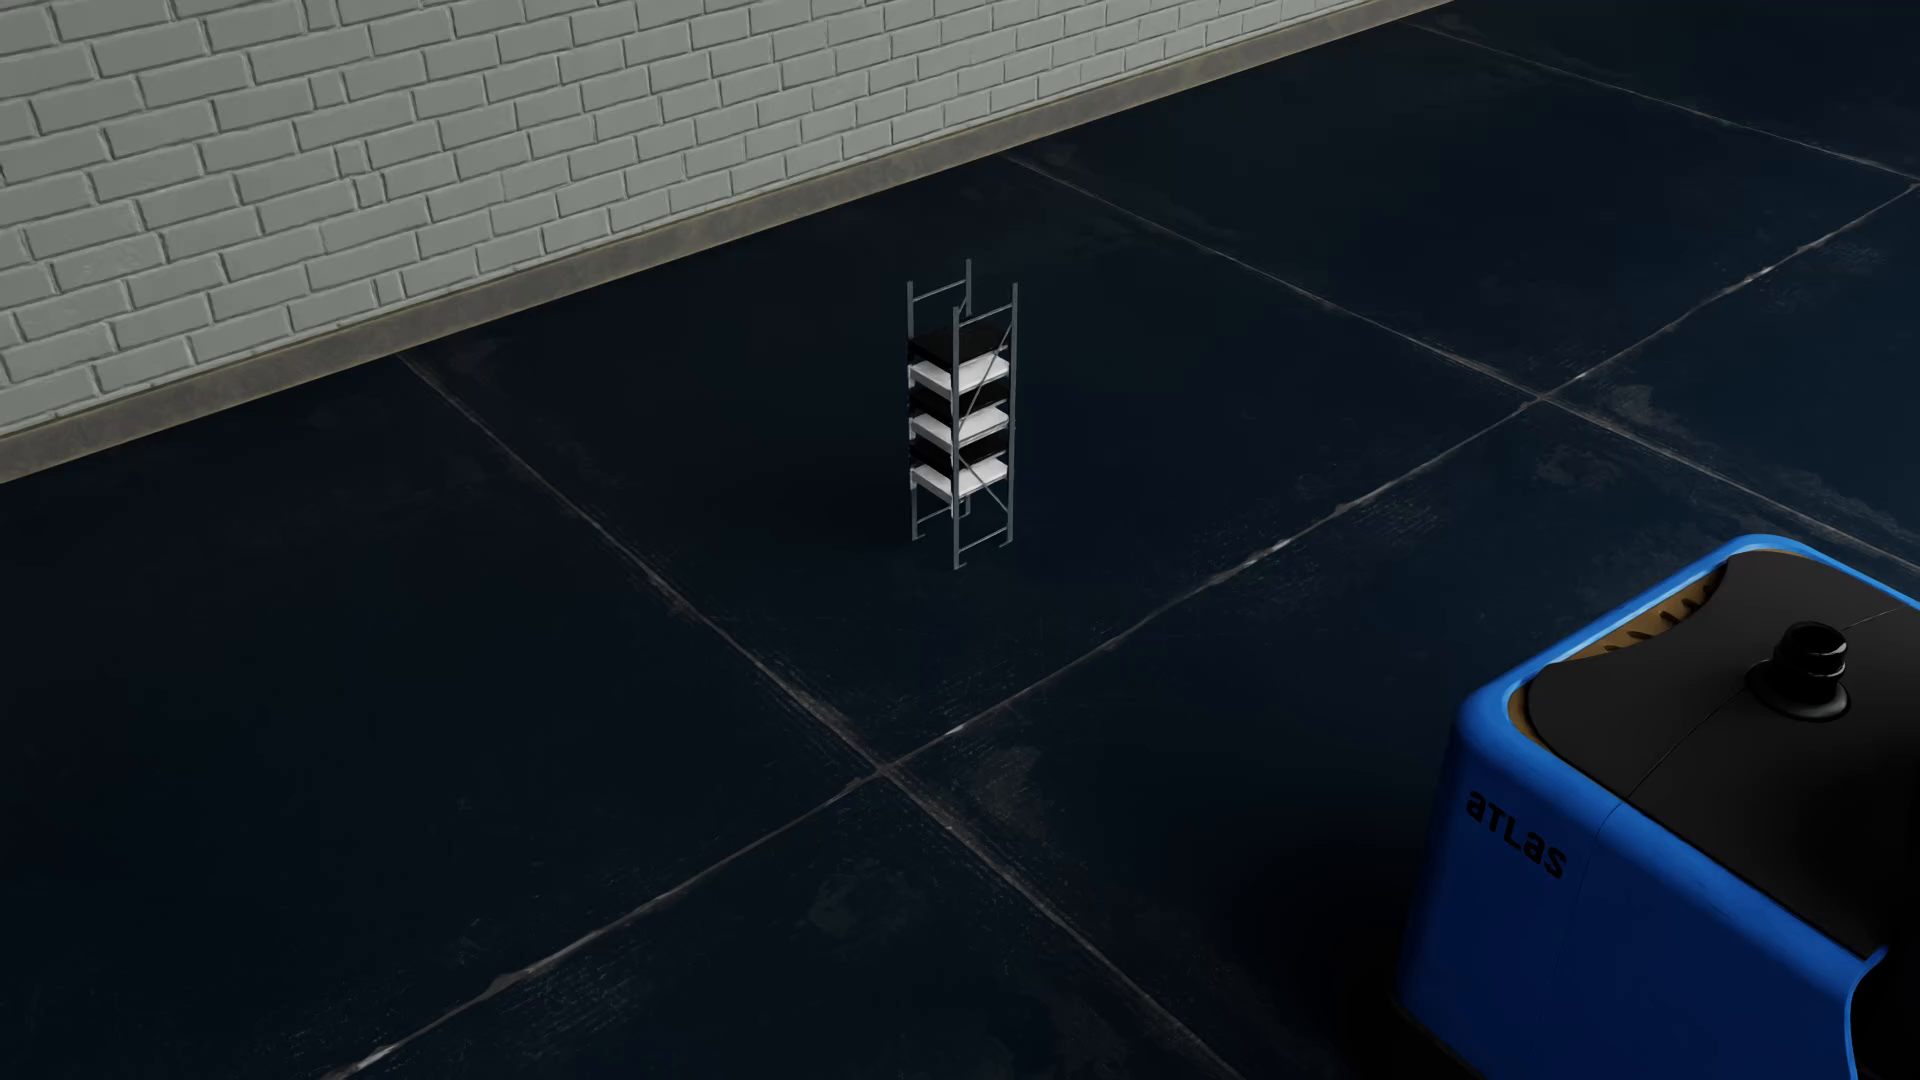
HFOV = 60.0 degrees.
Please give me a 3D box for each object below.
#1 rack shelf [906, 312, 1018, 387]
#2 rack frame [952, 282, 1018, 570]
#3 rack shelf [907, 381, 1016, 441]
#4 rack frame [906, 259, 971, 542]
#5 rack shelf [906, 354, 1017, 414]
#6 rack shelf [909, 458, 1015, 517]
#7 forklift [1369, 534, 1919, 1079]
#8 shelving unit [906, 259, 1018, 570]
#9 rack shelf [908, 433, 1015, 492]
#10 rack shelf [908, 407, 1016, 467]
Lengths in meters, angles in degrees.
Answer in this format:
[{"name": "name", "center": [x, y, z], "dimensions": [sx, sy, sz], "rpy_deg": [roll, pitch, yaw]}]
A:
[{"name": "rack shelf", "center": [0.005, -0.557, 4.848], "dimensions": [0.258, 0.077, 0.200], "rpy_deg": [-26, 43, -32]}, {"name": "rack frame", "center": [0.071, -0.319, 4.921], "dimensions": [0.240, 0.900, 0.006], "rpy_deg": [-26, 43, -32]}, {"name": "rack shelf", "center": [0.005, -0.410, 4.952], "dimensions": [0.258, 0.077, 0.200], "rpy_deg": [-26, 43, -32]}, {"name": "rack frame", "center": [-0.060, -0.409, 5.048], "dimensions": [0.240, 0.900, 0.006], "rpy_deg": [-26, 43, -32]}, {"name": "rack shelf", "center": [0.005, -0.483, 4.900], "dimensions": [0.258, 0.077, 0.200], "rpy_deg": [-26, 43, -32]}, {"name": "rack shelf", "center": [0.005, -0.190, 5.108], "dimensions": [0.258, 0.077, 0.200], "rpy_deg": [-26, 43, -32]}, {"name": "forklift", "center": [2.151, 0.494, 2.016], "dimensions": [1.130, 2.935, 3.031], "rpy_deg": [-23, 41, -29]}, {"name": "shelving unit", "center": [0.005, -0.364, 4.985], "dimensions": [0.258, 0.900, 0.210], "rpy_deg": [-26, 43, -32]}, {"name": "rack shelf", "center": [0.005, -0.263, 5.056], "dimensions": [0.258, 0.077, 0.200], "rpy_deg": [-26, 43, -32]}, {"name": "rack shelf", "center": [0.005, -0.336, 5.004], "dimensions": [0.258, 0.077, 0.200], "rpy_deg": [-26, 43, -32]}]
